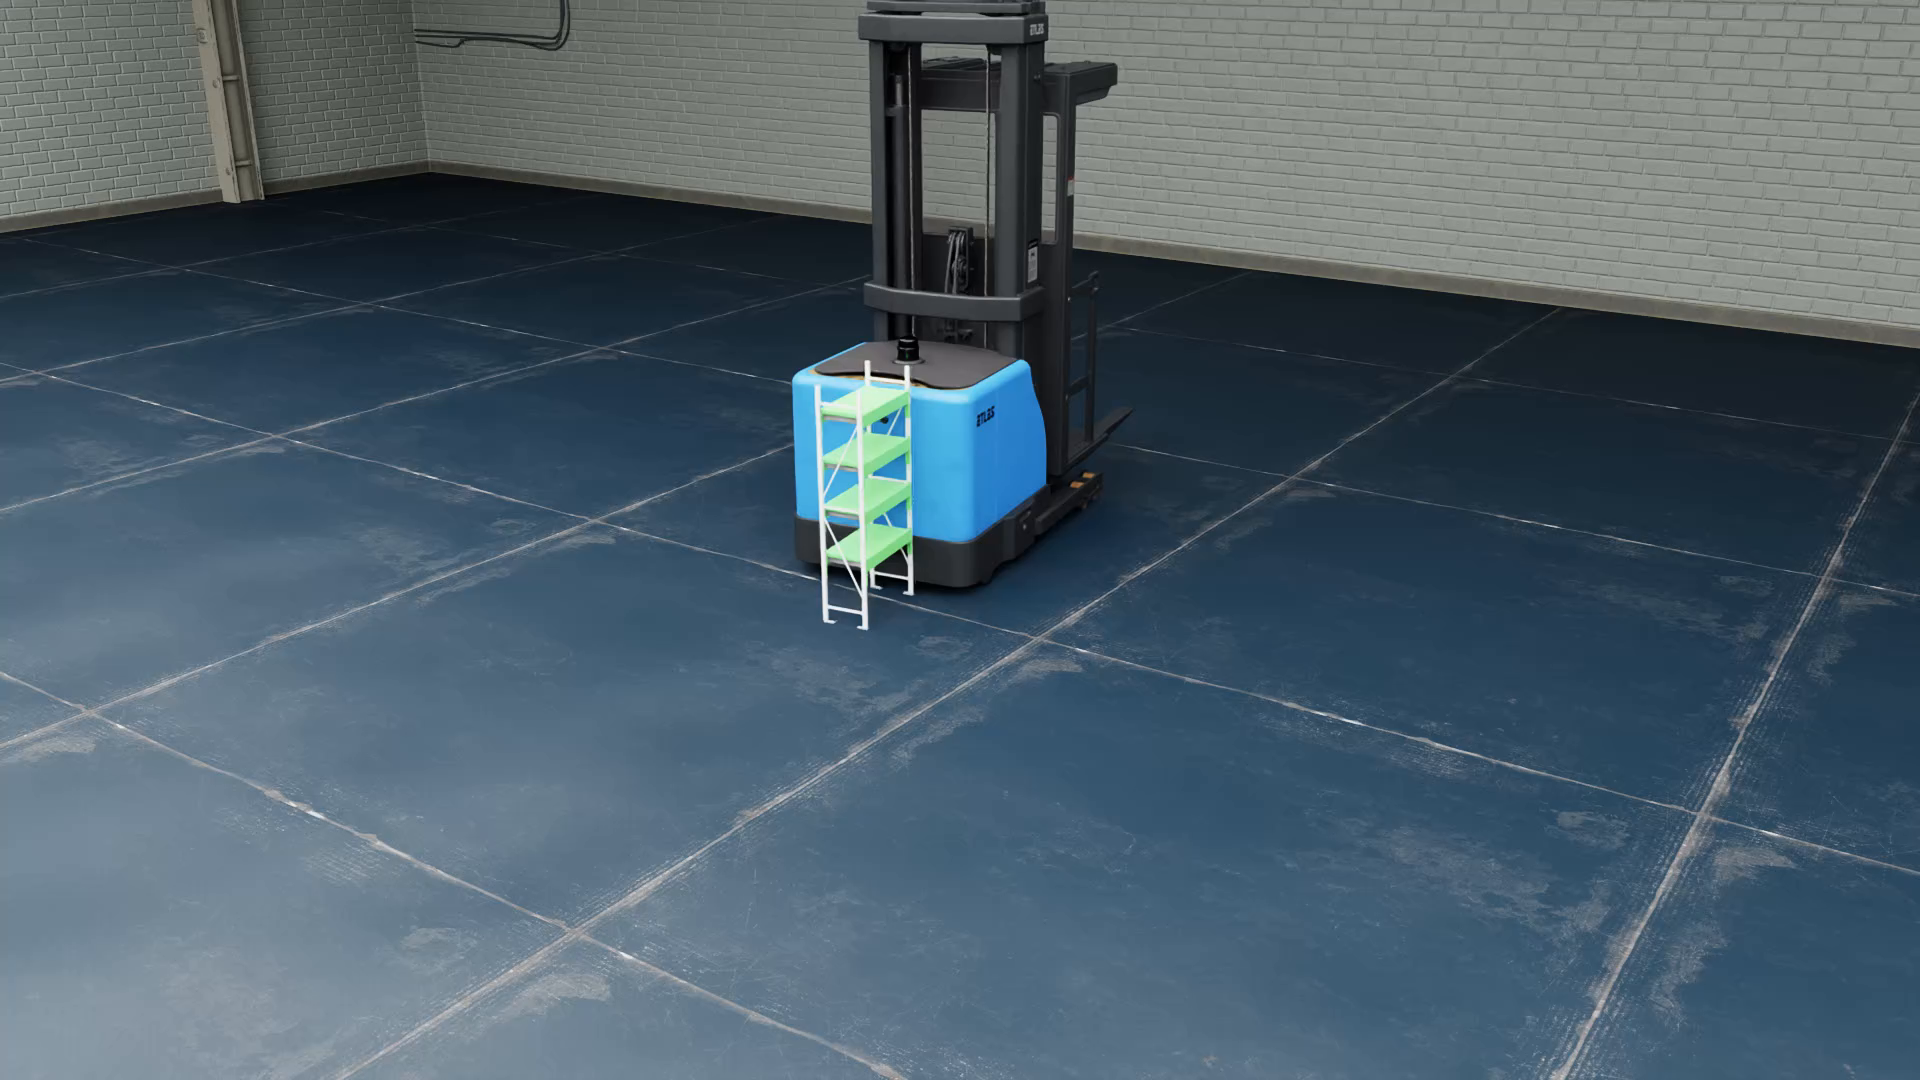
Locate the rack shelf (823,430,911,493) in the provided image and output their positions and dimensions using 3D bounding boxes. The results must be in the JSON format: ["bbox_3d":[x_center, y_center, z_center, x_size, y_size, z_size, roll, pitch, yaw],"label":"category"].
[{"bbox_3d":[-0.458,-0.386,8.062,0.258,0.148,0.480,9,23,24],"label":"rack shelf"}]

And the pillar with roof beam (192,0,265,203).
[{"bbox_3d":[-5.364,-7.617,16.885,9.100,9.000,0.400,13,24,32],"label":"pillar with roof beam"}]

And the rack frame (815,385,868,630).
[{"bbox_3d":[-0.562,-0.142,7.919,0.240,1.200,0.015,9,23,24],"label":"rack frame"}]

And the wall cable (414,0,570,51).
[{"bbox_3d":[-6.174,-7.587,21.281,3.097,2.526,0.112,13,24,32],"label":"wall cable"}]

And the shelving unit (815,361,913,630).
[{"bbox_3d":[-0.457,-0.221,8.125,0.258,1.200,0.503,9,23,24],"label":"shelving unit"}]

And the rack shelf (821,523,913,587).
[{"bbox_3d":[-0.456,0.063,8.233,0.258,0.148,0.480,9,23,24],"label":"rack shelf"}]

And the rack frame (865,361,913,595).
[{"bbox_3d":[-0.353,-0.300,8.330,0.240,1.200,0.015,9,23,24],"label":"rack frame"}]

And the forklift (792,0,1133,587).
[{"bbox_3d":[0.202,-1.608,9.388,1.130,2.935,3.031,9,22,23],"label":"forklift"}]

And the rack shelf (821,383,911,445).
[{"bbox_3d":[-0.459,-0.610,7.976,0.258,0.148,0.480,9,23,24],"label":"rack shelf"}]

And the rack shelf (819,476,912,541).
[{"bbox_3d":[-0.457,-0.161,8.147,0.258,0.148,0.480,9,23,24],"label":"rack shelf"}]
